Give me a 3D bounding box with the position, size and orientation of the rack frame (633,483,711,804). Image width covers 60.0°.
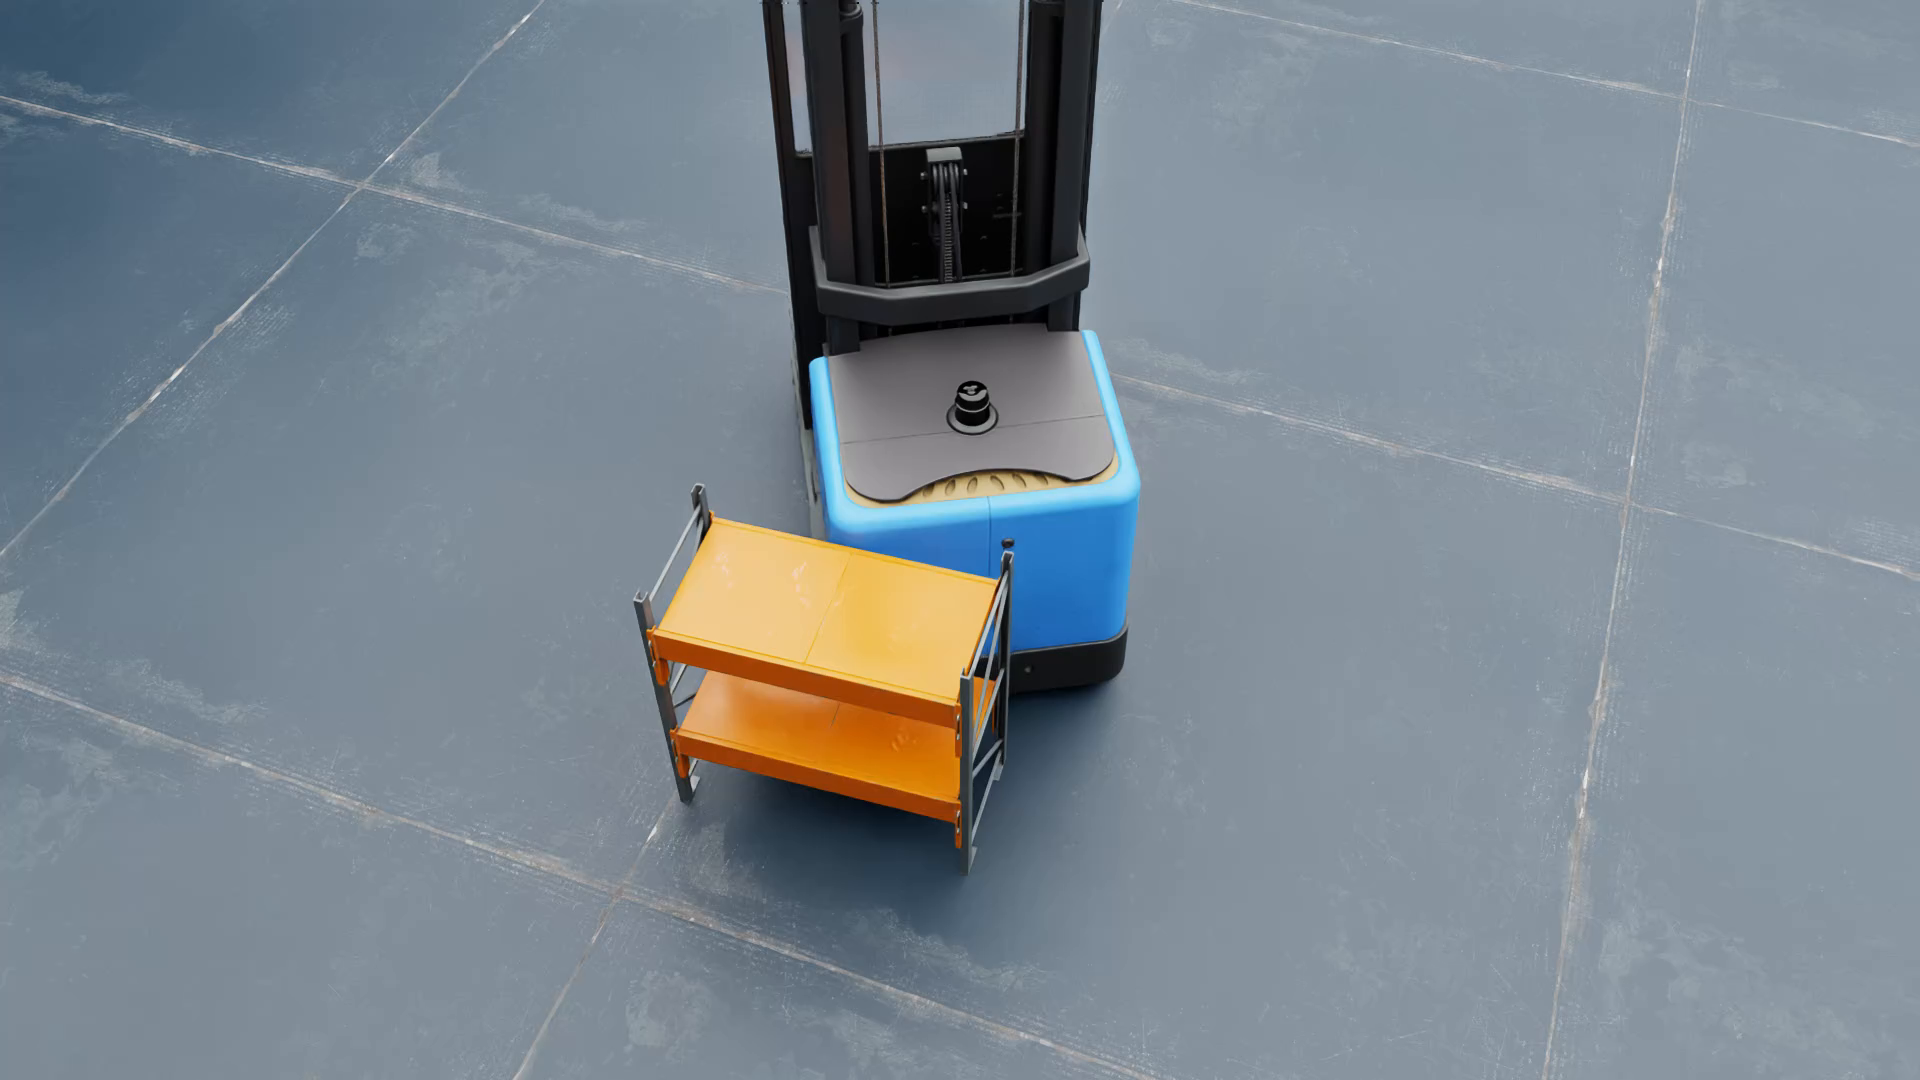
[{"bbox_3d":[-0.894,0.371,5.551,0.032,1.125,0.500,12,50,11],"label":"rack frame"}]

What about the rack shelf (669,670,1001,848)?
[{"bbox_3d":[-0.406,0.638,5.643,1.000,0.278,0.538,12,50,11],"label":"rack shelf"}]

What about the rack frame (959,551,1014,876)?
[{"bbox_3d":[0.083,0.585,5.365,0.032,1.125,0.500,12,50,11],"label":"rack frame"}]

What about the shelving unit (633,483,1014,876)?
[{"bbox_3d":[-0.406,0.478,5.458,1.048,1.125,0.538,12,50,11],"label":"shelving unit"}]

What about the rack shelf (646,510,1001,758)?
[{"bbox_3d":[-0.406,0.286,5.237,1.000,0.278,0.538,12,50,11],"label":"rack shelf"}]

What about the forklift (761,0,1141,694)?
[{"bbox_3d":[-0.125,-1.477,5.957,1.130,2.935,3.031,-6,49,-6],"label":"forklift"}]
